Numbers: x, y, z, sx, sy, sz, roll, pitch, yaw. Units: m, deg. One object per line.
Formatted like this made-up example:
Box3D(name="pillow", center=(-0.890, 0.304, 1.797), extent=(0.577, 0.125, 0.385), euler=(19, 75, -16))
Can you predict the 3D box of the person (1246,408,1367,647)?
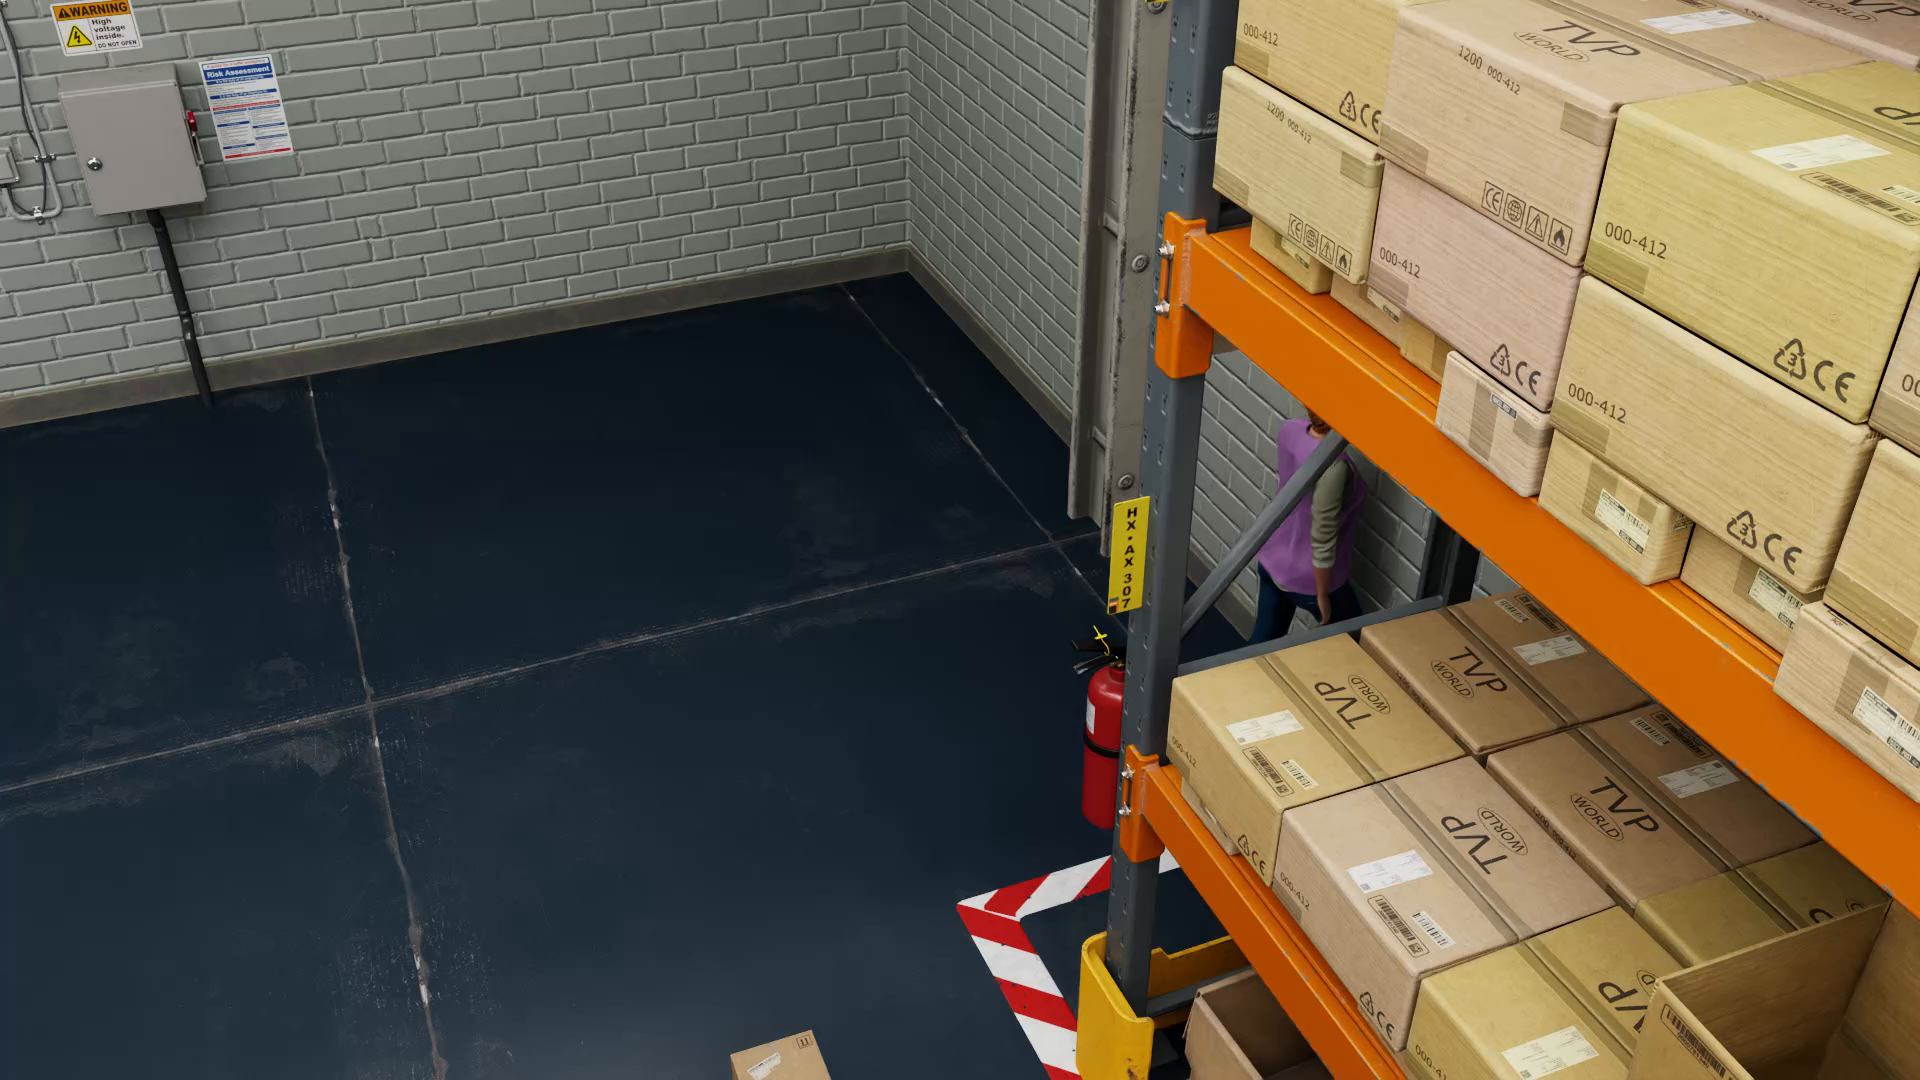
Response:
Box3D(name="person", center=(1.299, 0.086, 5.998), extent=(0.694, 1.569, 0.464), euler=(-13, 36, -18))
